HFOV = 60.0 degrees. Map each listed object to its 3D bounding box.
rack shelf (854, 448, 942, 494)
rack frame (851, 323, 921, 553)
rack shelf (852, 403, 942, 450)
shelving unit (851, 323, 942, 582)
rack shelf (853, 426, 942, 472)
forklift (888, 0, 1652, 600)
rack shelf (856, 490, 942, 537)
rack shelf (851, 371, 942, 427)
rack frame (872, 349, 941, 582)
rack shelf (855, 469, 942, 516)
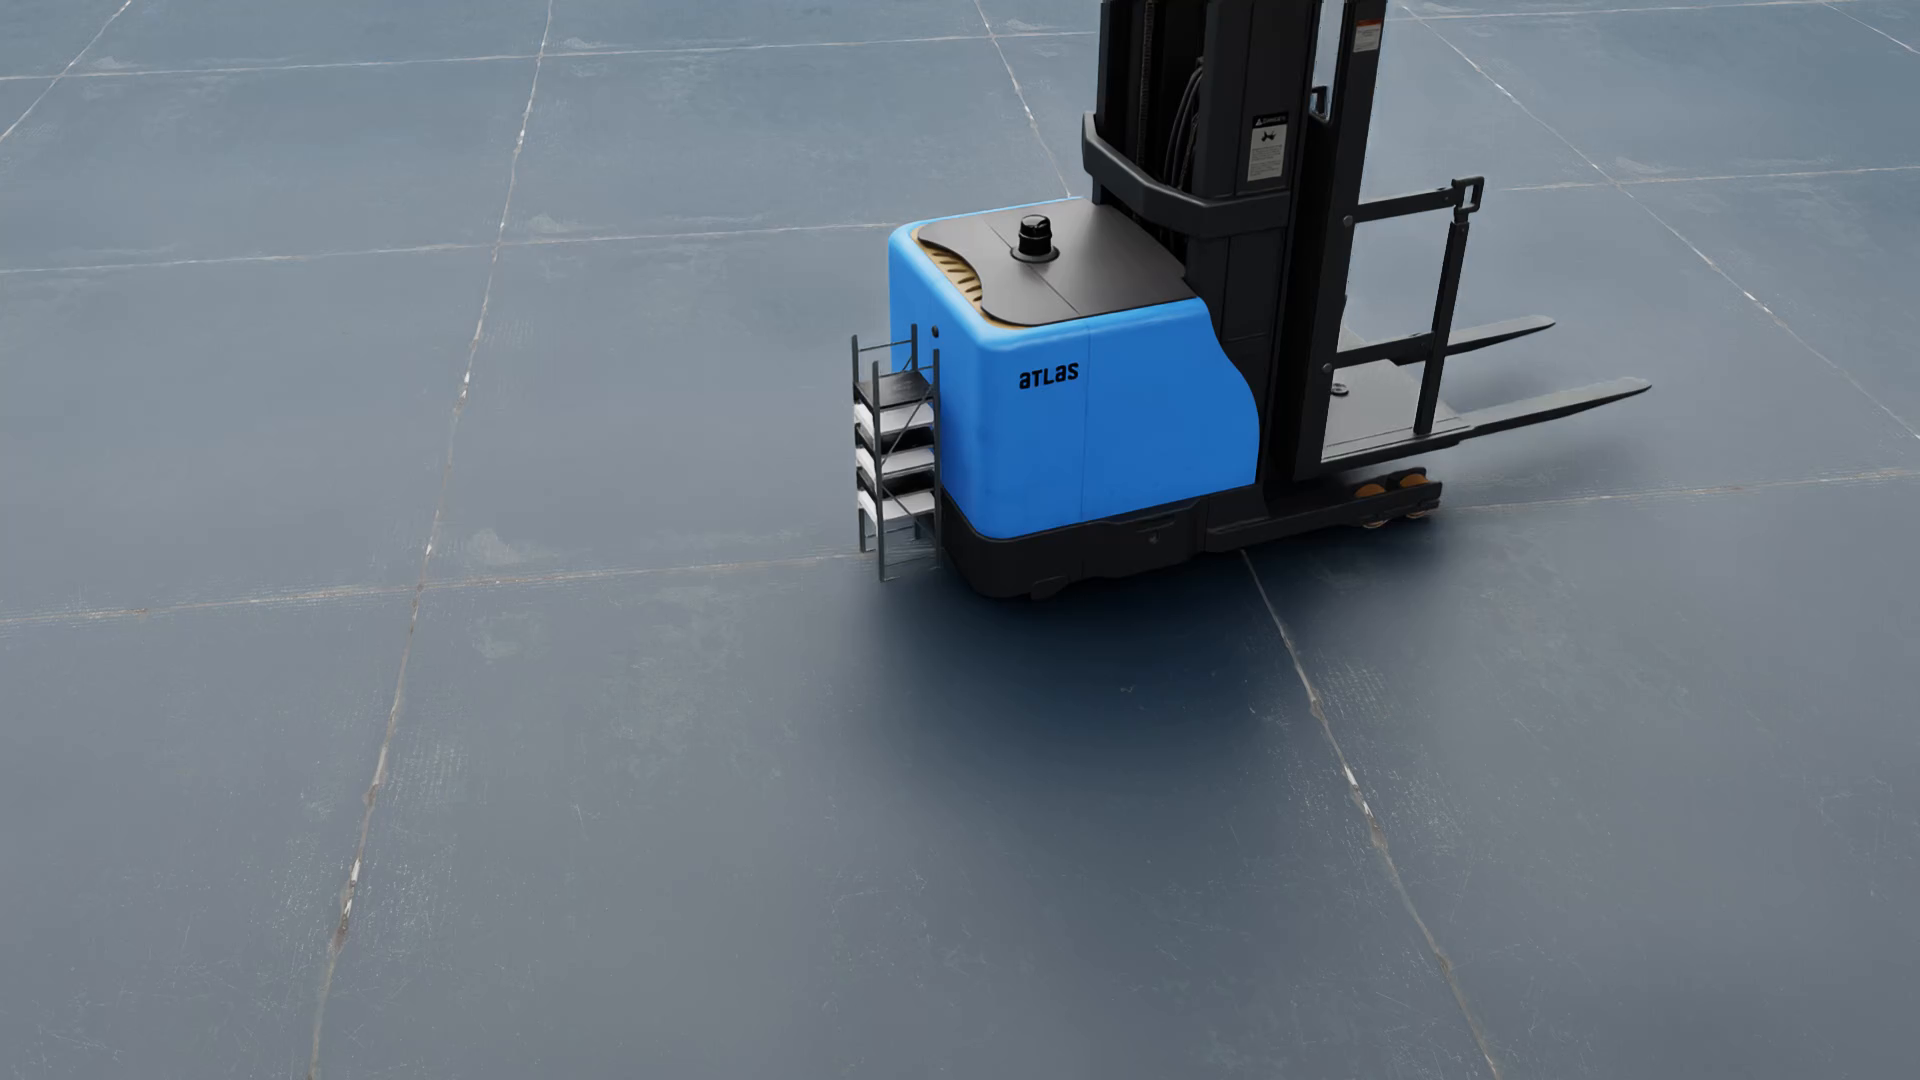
[{"bbox_3d":[-0.221,-0.270,5.907,0.258,0.077,0.200,-13,36,-19],"label":"rack shelf"},{"bbox_3d":[-0.260,-0.351,5.966,0.240,0.900,0.006,-13,36,-19],"label":"rack frame"},{"bbox_3d":[-0.221,-0.419,5.806,0.258,0.077,0.200,-13,36,-19],"label":"rack shelf"},{"bbox_3d":[-0.221,-0.298,5.888,0.258,0.900,0.210,-13,36,-19],"label":"shelving unit"},{"bbox_3d":[-0.221,-0.345,5.856,0.258,0.077,0.200,-13,36,-19],"label":"rack shelf"},{"bbox_3d":[1.295,-1.519,5.876,3.031,2.935,1.130,-13,36,-18],"label":"forklift"},{"bbox_3d":[-0.221,-0.122,6.008,0.258,0.077,0.200,-13,36,-19],"label":"rack shelf"},{"bbox_3d":[-0.221,-0.494,5.755,0.258,0.077,0.200,-13,36,-19],"label":"rack shelf"},{"bbox_3d":[-0.181,-0.245,5.811,0.240,0.900,0.006,-13,36,-19],"label":"rack frame"},{"bbox_3d":[-0.221,-0.196,5.958,0.258,0.077,0.200,-13,36,-19],"label":"rack shelf"}]
